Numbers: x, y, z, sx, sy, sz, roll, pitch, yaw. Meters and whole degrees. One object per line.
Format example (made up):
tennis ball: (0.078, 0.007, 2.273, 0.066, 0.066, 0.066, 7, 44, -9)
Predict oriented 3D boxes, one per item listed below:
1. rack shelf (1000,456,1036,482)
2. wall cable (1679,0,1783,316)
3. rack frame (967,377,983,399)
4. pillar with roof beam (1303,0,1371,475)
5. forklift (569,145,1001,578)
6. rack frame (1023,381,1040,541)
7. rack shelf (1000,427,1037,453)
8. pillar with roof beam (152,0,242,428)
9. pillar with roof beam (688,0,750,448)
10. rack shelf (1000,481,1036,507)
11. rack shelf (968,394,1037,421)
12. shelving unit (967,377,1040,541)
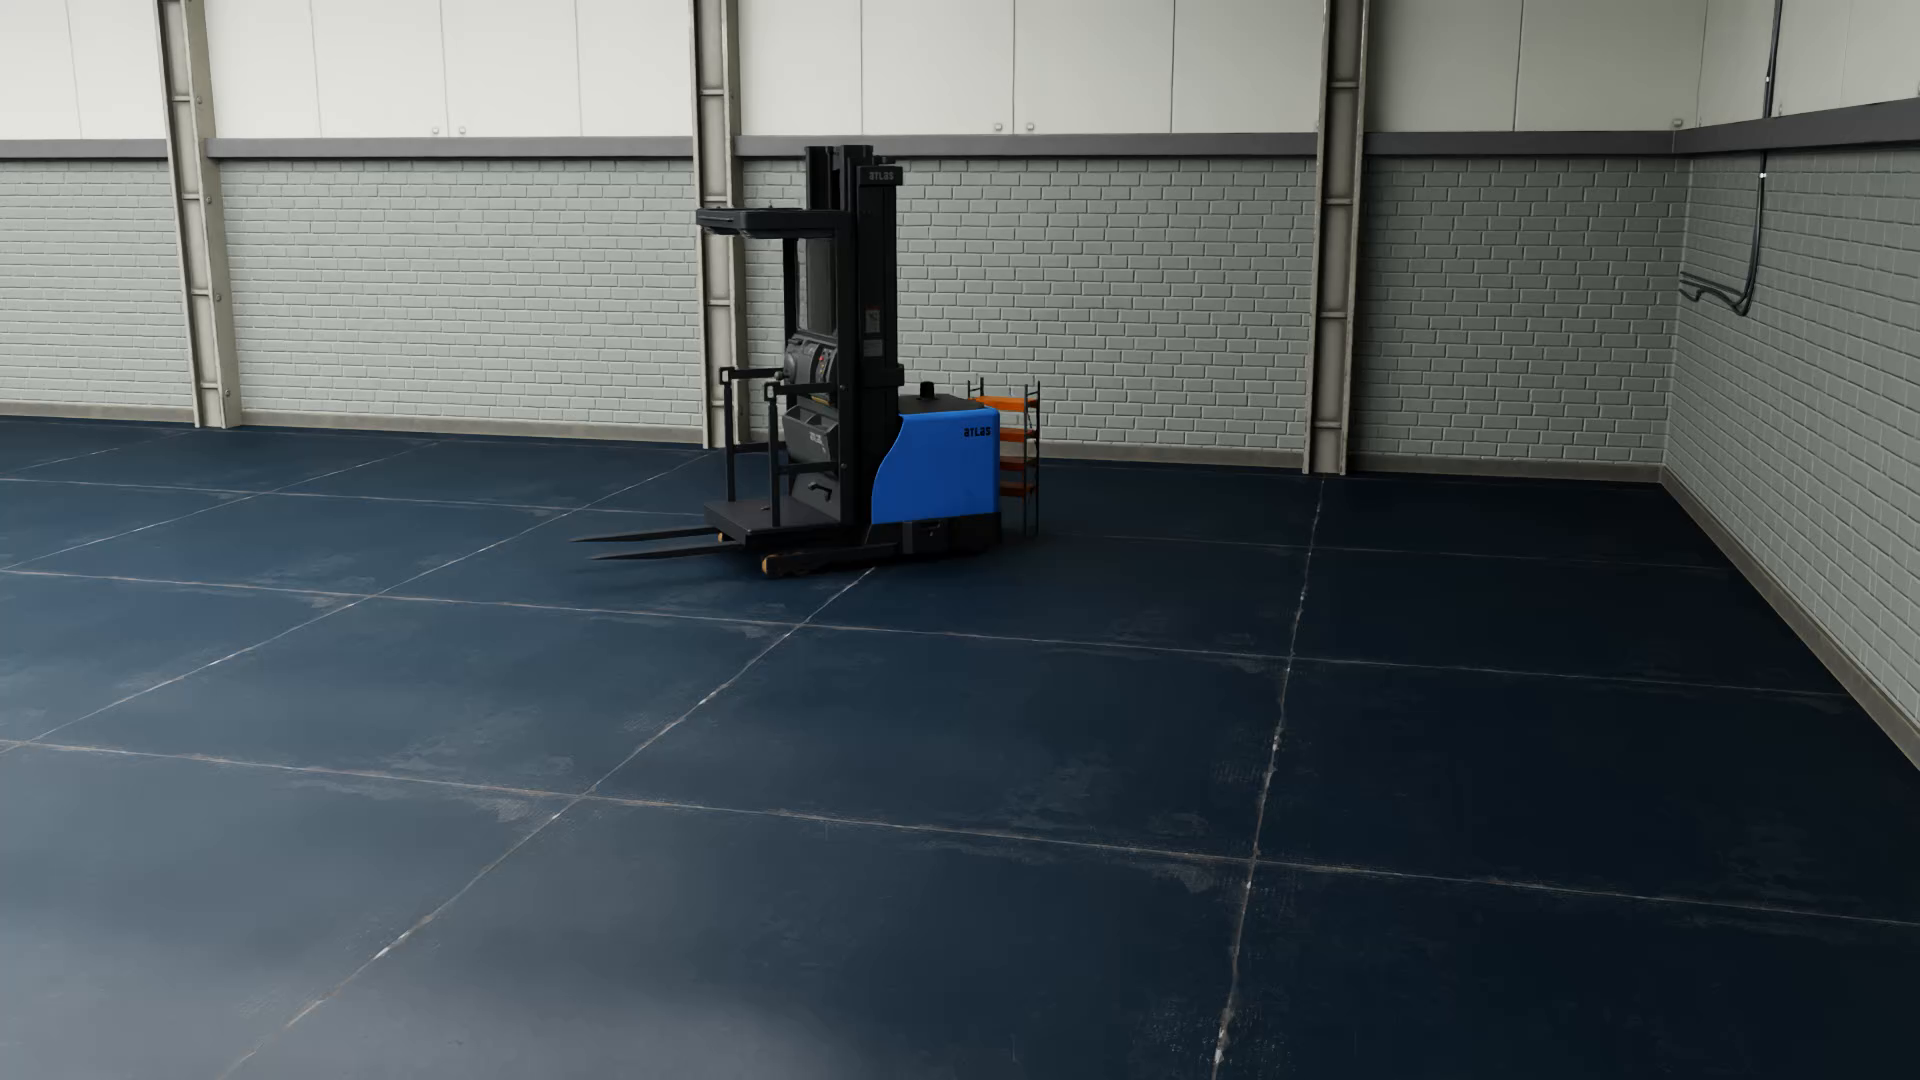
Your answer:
rack shelf: (0.332, -0.563, 12.812, 0.480, 0.148, 0.258, 7, 14, 28)
wall cable: (5.976, -3.092, 13.065, 0.112, 2.526, 3.097, 3, 13, 14)
rack frame: (0.118, -0.654, 12.911, 0.015, 1.200, 0.240, 7, 14, 28)
pillar with roof beam: (2.402, -4.134, 10.591, 0.400, 9.000, 9.100, 3, 13, 14)
forklift: (-1.251, -1.296, 11.808, 3.031, 2.935, 1.130, -6, 14, -25)
rack frame: (0.546, -0.603, 12.683, 0.015, 1.200, 0.240, 7, 14, 28)
rack shelf: (0.332, -0.781, 12.763, 0.480, 0.148, 0.258, 7, 14, 28)
pillar with roof beam: (-9.249, -4.757, 13.398, 0.400, 9.000, 9.100, 3, 13, 14)
pillar with roof beam: (-3.424, -4.445, 11.994, 0.400, 9.000, 9.100, 3, 13, 14)
rack shelf: (0.332, -0.369, 12.855, 0.480, 0.148, 0.258, 7, 14, 28)
rack shelf: (0.332, -1.012, 12.712, 0.480, 0.148, 0.258, 7, 14, 28)
shelving unit: (0.332, -0.629, 12.797, 0.503, 1.200, 0.258, 7, 14, 28)
